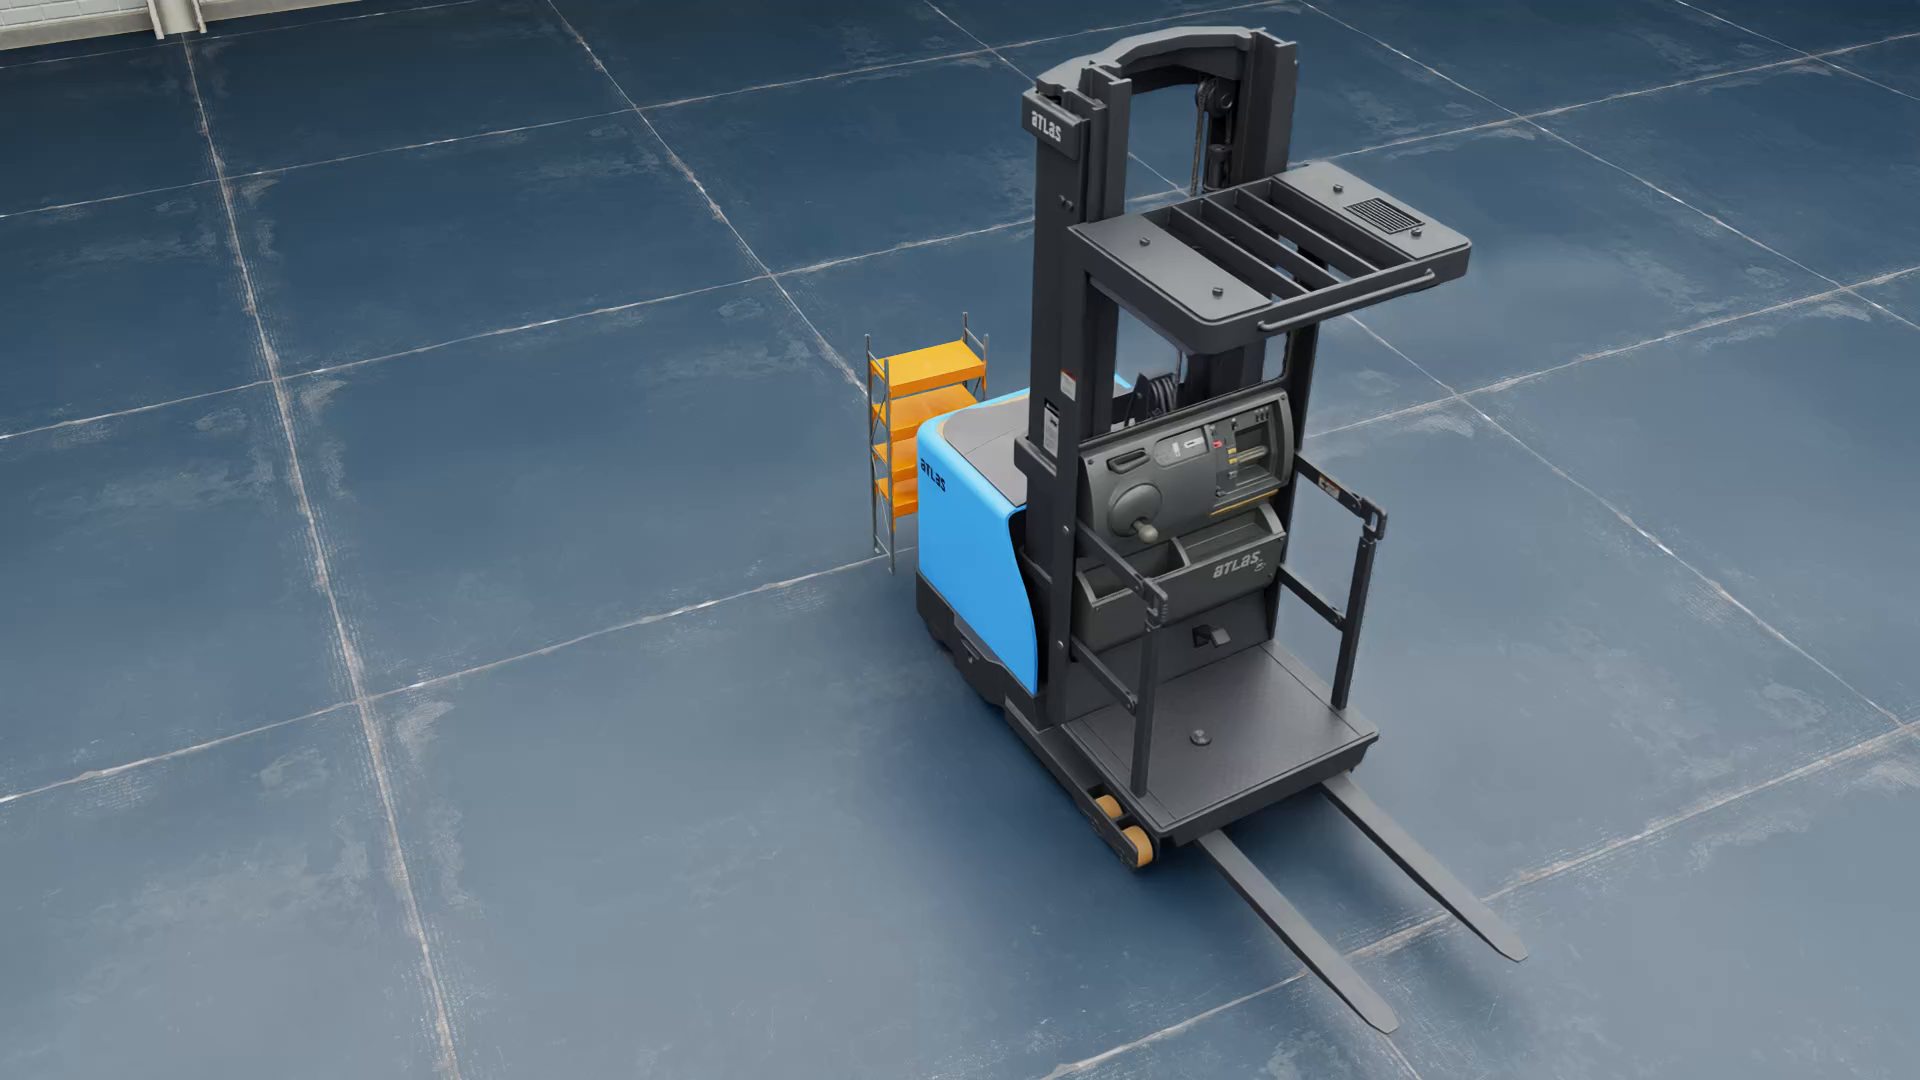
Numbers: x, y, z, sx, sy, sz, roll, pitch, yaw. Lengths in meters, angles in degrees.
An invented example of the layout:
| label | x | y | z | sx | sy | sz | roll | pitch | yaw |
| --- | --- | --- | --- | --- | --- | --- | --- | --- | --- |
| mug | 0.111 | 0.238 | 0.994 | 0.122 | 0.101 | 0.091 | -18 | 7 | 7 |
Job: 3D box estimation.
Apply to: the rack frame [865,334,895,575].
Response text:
| label | x | y | z | sx | sy | sz | roll | pitch | yaw |
| --- | --- | --- | --- | --- | --- | --- | --- | --- | --- |
| rack frame | -0.371 | -0.378 | 7.753 | 0.015 | 1.200 | 0.240 | -16 | 39 | -20 |

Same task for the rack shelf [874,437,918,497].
| label | x | y | z | sx | sy | sz | roll | pitch | yaw |
| --- | --- | --- | --- | --- | --- | --- | --- | --- | --- |
| rack shelf | -0.150 | -0.386 | 7.876 | 0.480 | 0.148 | 0.258 | -16 | 39 | -20 |

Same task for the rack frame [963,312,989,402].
| label | x | y | z | sx | sy | sz | roll | pitch | yaw |
| --- | --- | --- | --- | --- | --- | --- | --- | --- | --- |
| rack frame | 0.071 | -0.502 | 7.919 | 0.015 | 1.200 | 0.240 | -16 | 39 | -20 |

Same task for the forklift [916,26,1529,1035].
| label | x | y | z | sx | sy | sz | roll | pitch | yaw |
| --- | --- | --- | --- | --- | --- | --- | --- | --- | --- |
| forklift | 0.972 | -0.207 | 6.068 | 1.130 | 2.935 | 3.031 | -19 | 41 | -24 |

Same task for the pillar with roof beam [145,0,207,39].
| label | x | y | z | sx | sy | sz | roll | pitch | yaw |
| --- | --- | --- | --- | --- | --- | --- | --- | --- | --- |
| pillar with roof beam | -4.764 | -5.609 | 8.258 | 0.400 | 9.000 | 9.100 | -16 | 39 | -20 |

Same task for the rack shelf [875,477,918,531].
| label | x | y | z | sx | sy | sz | roll | pitch | yaw |
| --- | --- | --- | --- | --- | --- | --- | --- | --- | --- |
| rack shelf | -0.150 | -0.226 | 7.994 | 0.480 | 0.148 | 0.258 | -16 | 39 | -20 |

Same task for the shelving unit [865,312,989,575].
| label | x | y | z | sx | sy | sz | roll | pitch | yaw |
| --- | --- | --- | --- | --- | --- | --- | --- | --- | --- |
| shelving unit | -0.150 | -0.440 | 7.836 | 0.503 | 1.200 | 0.258 | -16 | 39 | -20 |

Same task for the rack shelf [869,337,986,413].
| label | x | y | z | sx | sy | sz | roll | pitch | yaw |
| --- | --- | --- | --- | --- | --- | --- | --- | --- | --- |
| rack shelf | -0.150 | -0.756 | 7.602 | 0.480 | 0.148 | 0.258 | -16 | 39 | -20 |

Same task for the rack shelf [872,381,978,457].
| label | x | y | z | sx | sy | sz | roll | pitch | yaw |
| --- | --- | --- | --- | --- | --- | --- | --- | --- | --- |
| rack shelf | -0.150 | -0.566 | 7.743 | 0.480 | 0.148 | 0.258 | -16 | 39 | -20 |
